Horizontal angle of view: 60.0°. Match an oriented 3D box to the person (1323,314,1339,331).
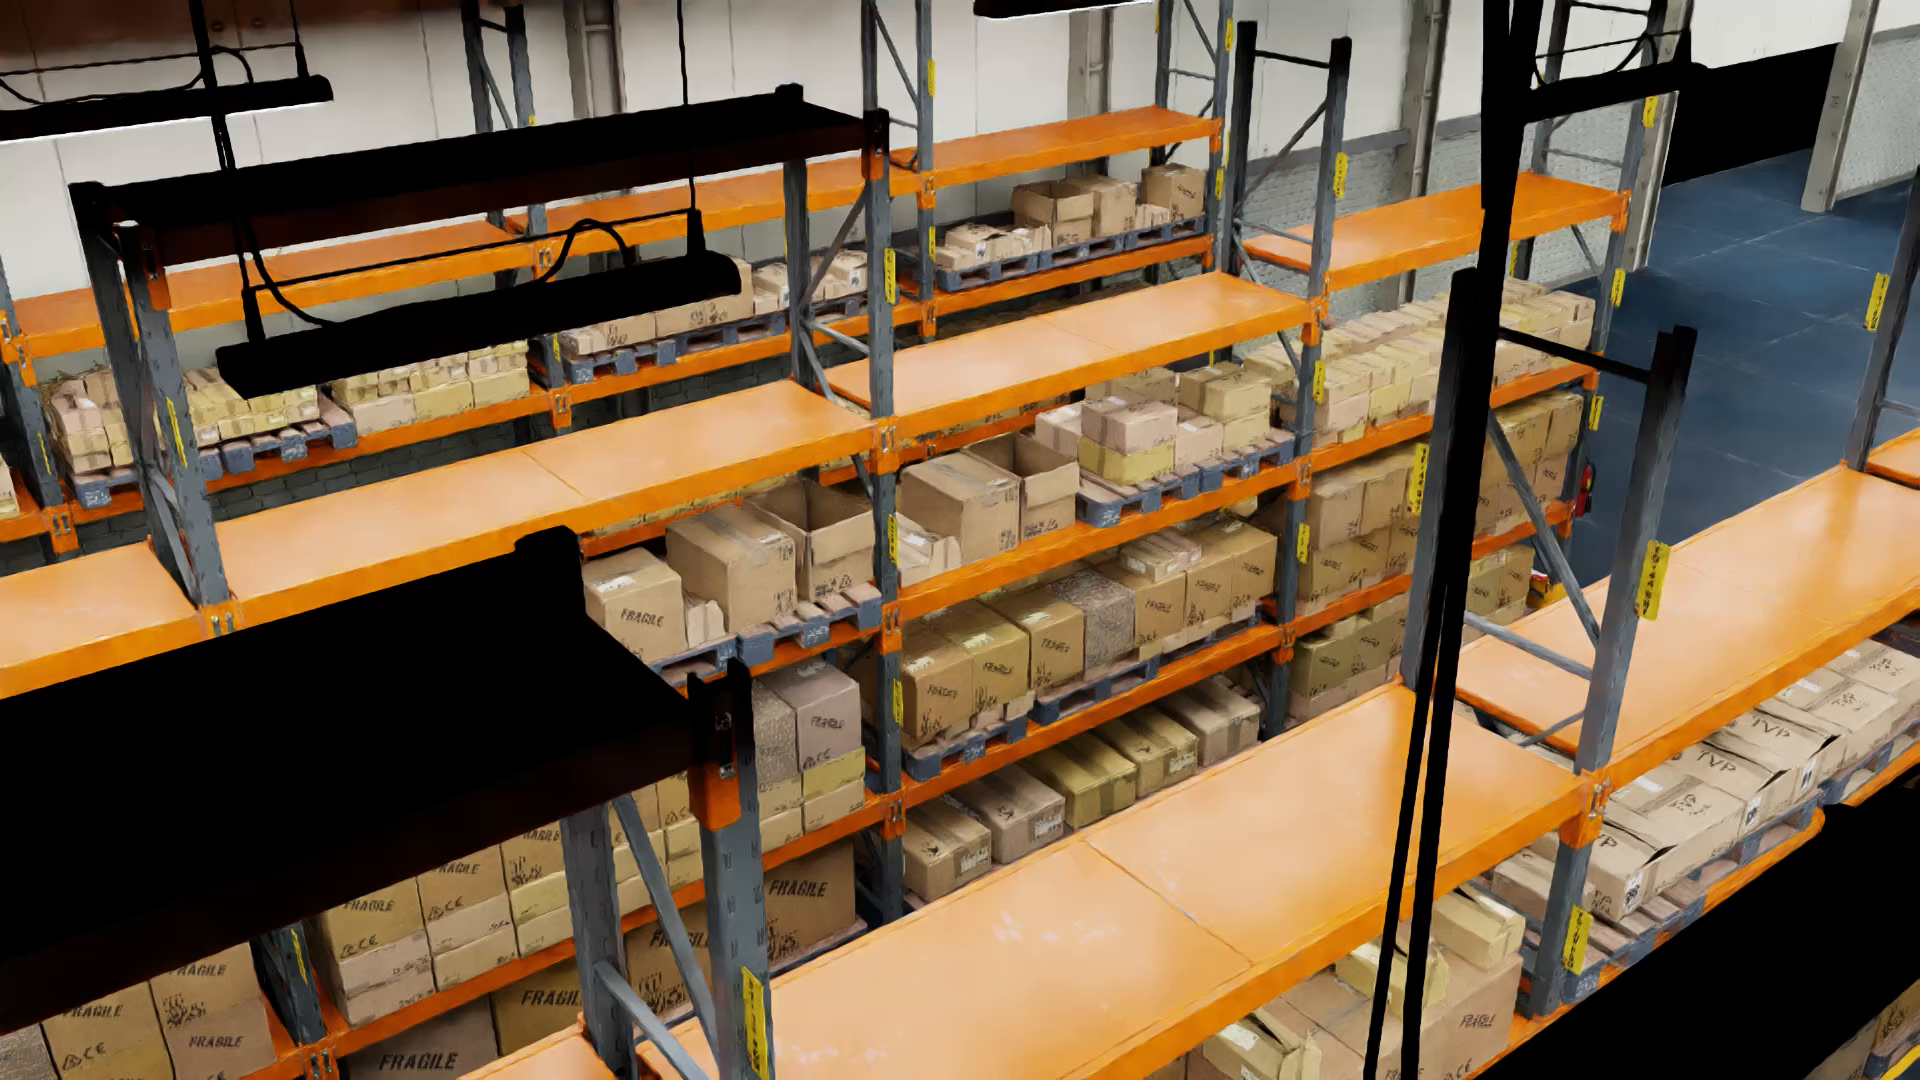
[{"bbox_3d":[4.362,-1.885,19.964,1.090,1.712,0.567,-13,29,-25],"label":"person"}]
